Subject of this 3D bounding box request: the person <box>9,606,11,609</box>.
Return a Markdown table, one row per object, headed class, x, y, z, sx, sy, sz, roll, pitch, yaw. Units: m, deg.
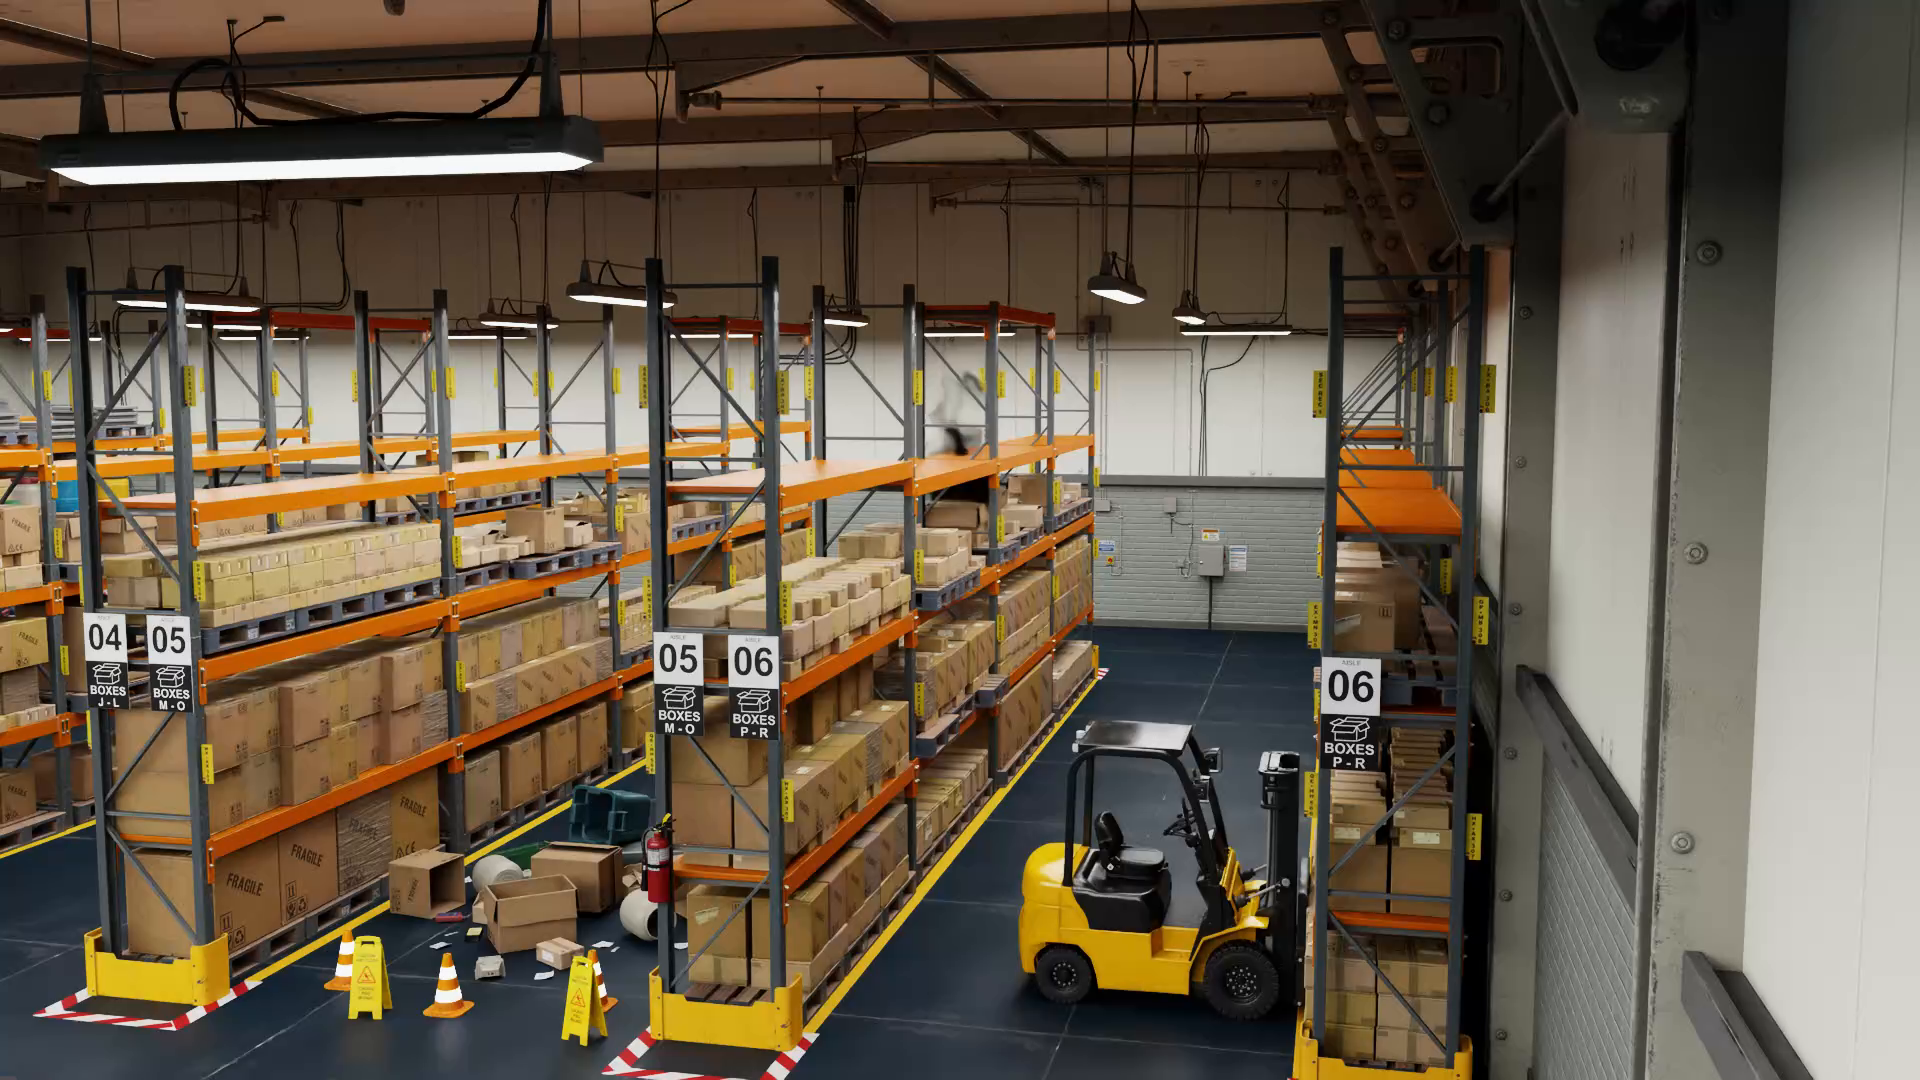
| class | x | y | z | sx | sy | sz | roll | pitch | yaw |
| --- | --- | --- | --- | --- | --- | --- | --- | --- | --- |
| person | -16.289 | 1.364 | 29.043 | 0.723 | 1.742 | 0.618 | 1 | 6 | 9 |
